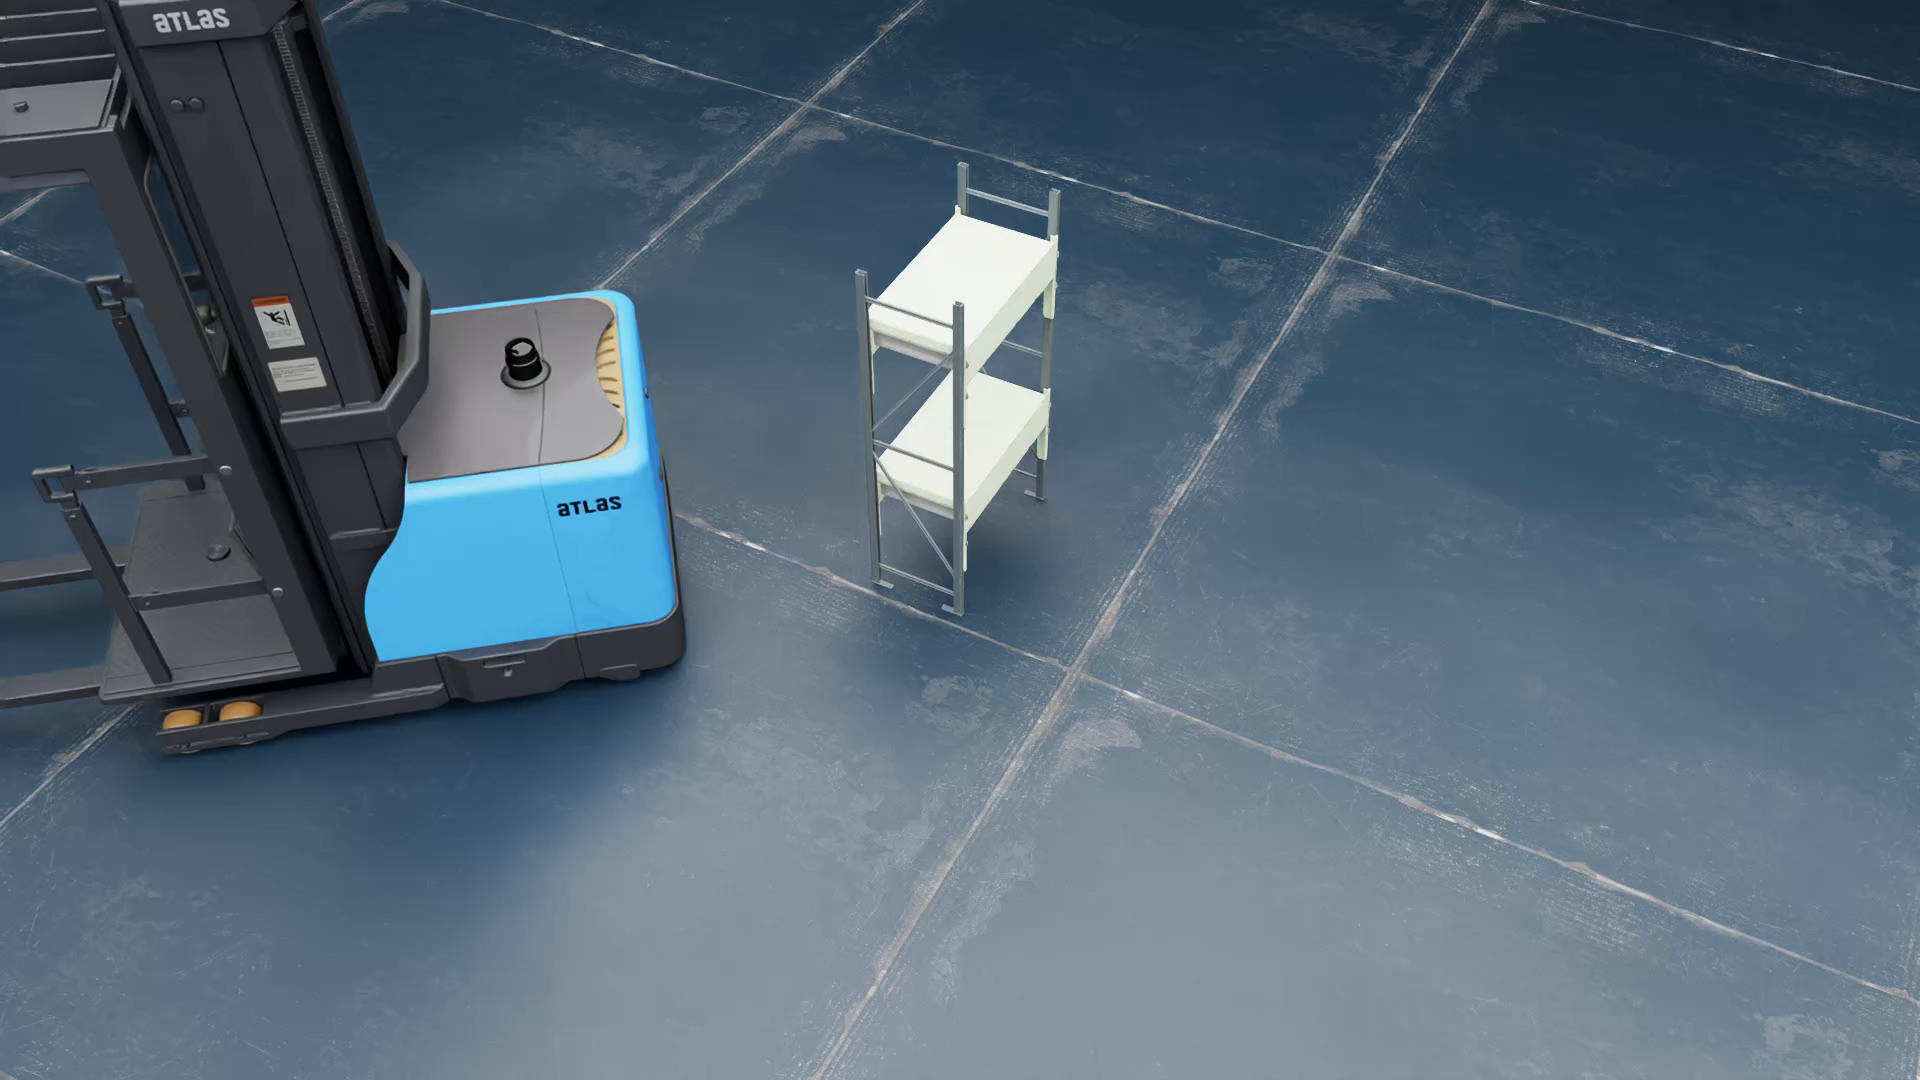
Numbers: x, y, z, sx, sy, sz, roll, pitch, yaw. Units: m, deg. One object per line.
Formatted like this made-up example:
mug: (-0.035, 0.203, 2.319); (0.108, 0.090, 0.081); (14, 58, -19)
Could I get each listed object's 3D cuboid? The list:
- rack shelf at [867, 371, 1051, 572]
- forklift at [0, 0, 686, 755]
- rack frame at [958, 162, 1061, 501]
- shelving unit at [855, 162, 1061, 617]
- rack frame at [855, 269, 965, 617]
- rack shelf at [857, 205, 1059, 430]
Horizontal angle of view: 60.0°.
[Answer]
rack shelf: (0.003, -0.302, 6.453); (0.431, 0.370, 0.720); (20, 49, 19)
forklift: (-2.599, -0.674, 5.355); (3.031, 2.935, 1.130); (-8, 46, -8)
rack frame: (0.173, -0.762, 6.449); (0.400, 1.500, 0.023); (20, 49, 19)
shelving unit: (0.003, -0.531, 6.221); (0.431, 1.500, 0.755); (20, 49, 19)
rack frame: (-0.167, -0.301, 5.993); (0.400, 1.500, 0.023); (20, 49, 19)
rack shelf: (0.003, -0.806, 5.943); (0.431, 0.370, 0.720); (20, 49, 19)
